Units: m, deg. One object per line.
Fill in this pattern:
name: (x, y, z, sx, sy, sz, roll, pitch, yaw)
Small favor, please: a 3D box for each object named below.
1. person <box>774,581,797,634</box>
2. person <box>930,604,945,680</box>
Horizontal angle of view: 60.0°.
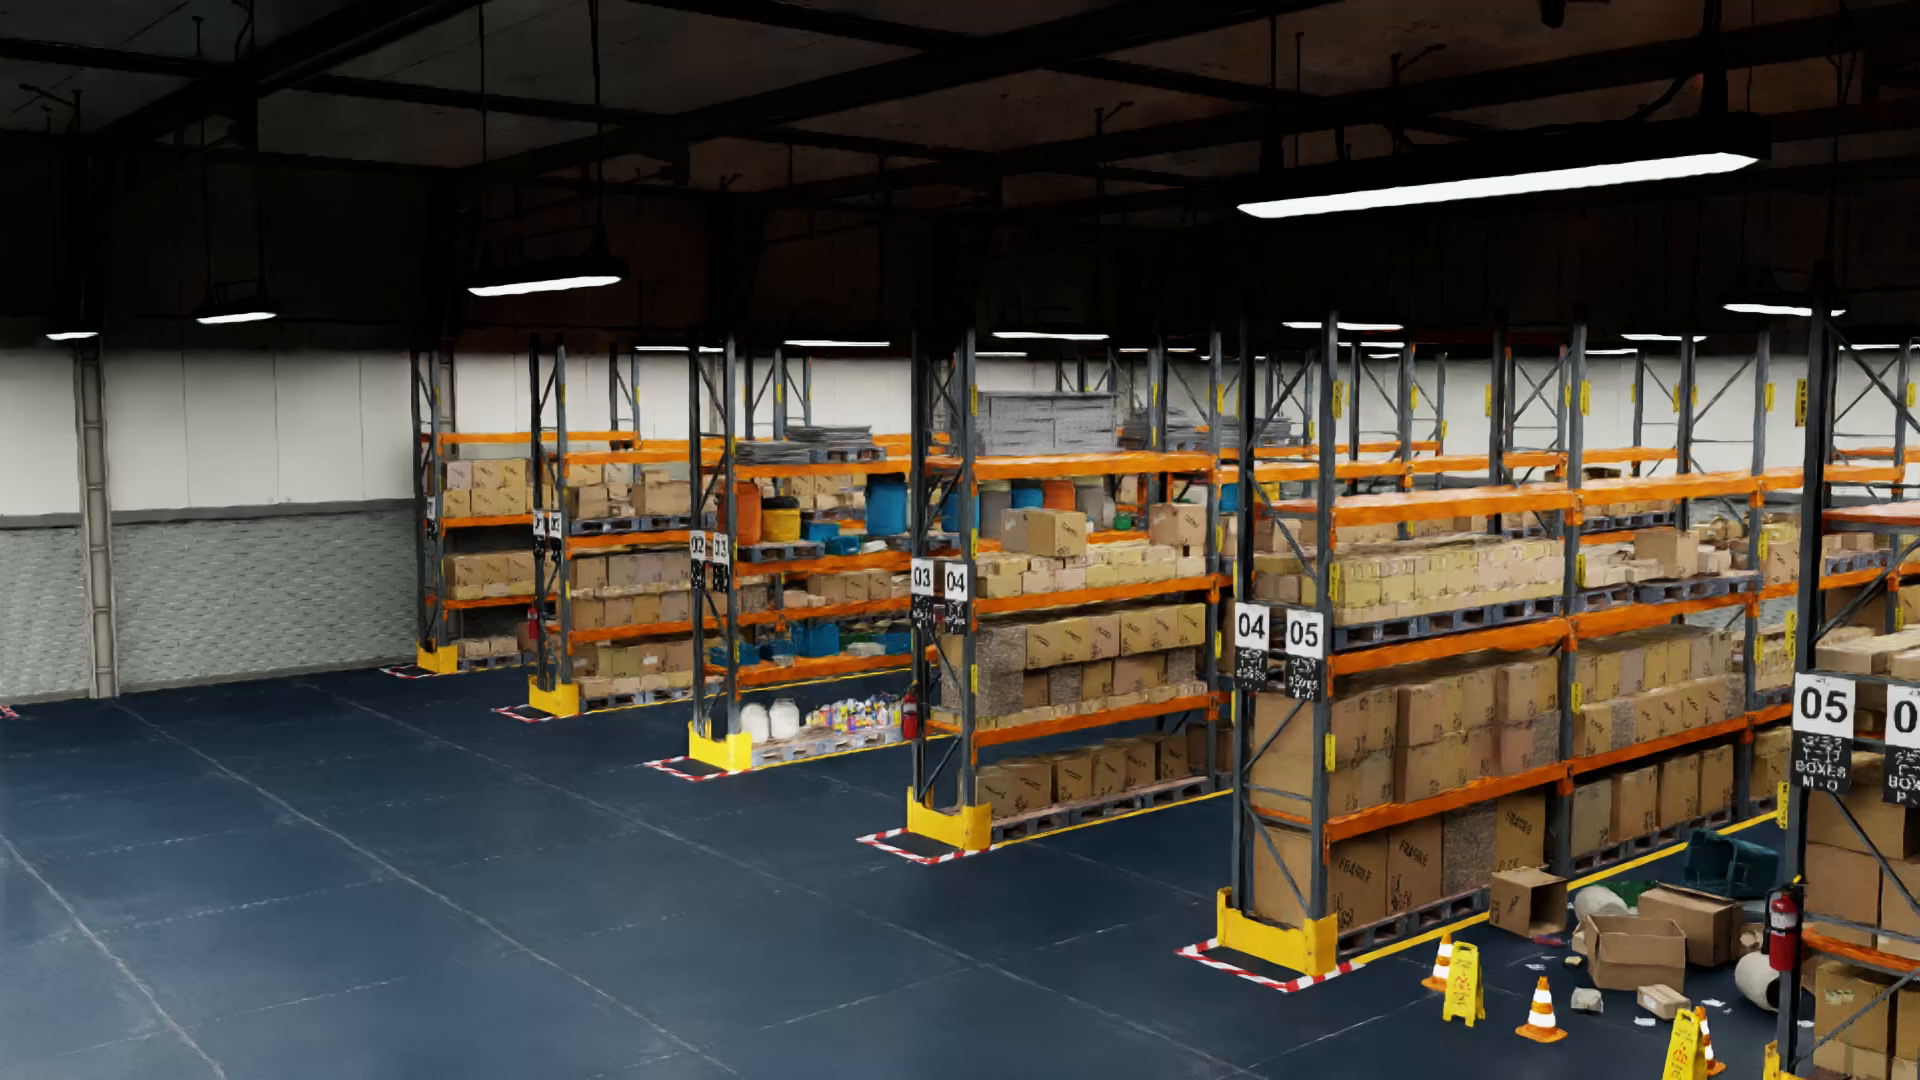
person: (-3.243, 1.564, 31.194, 1.041, 1.408, 0.415, -5, 7, -42)
person: (-0.484, 1.646, 28.919, 0.525, 1.677, 0.455, -1, 5, -10)
